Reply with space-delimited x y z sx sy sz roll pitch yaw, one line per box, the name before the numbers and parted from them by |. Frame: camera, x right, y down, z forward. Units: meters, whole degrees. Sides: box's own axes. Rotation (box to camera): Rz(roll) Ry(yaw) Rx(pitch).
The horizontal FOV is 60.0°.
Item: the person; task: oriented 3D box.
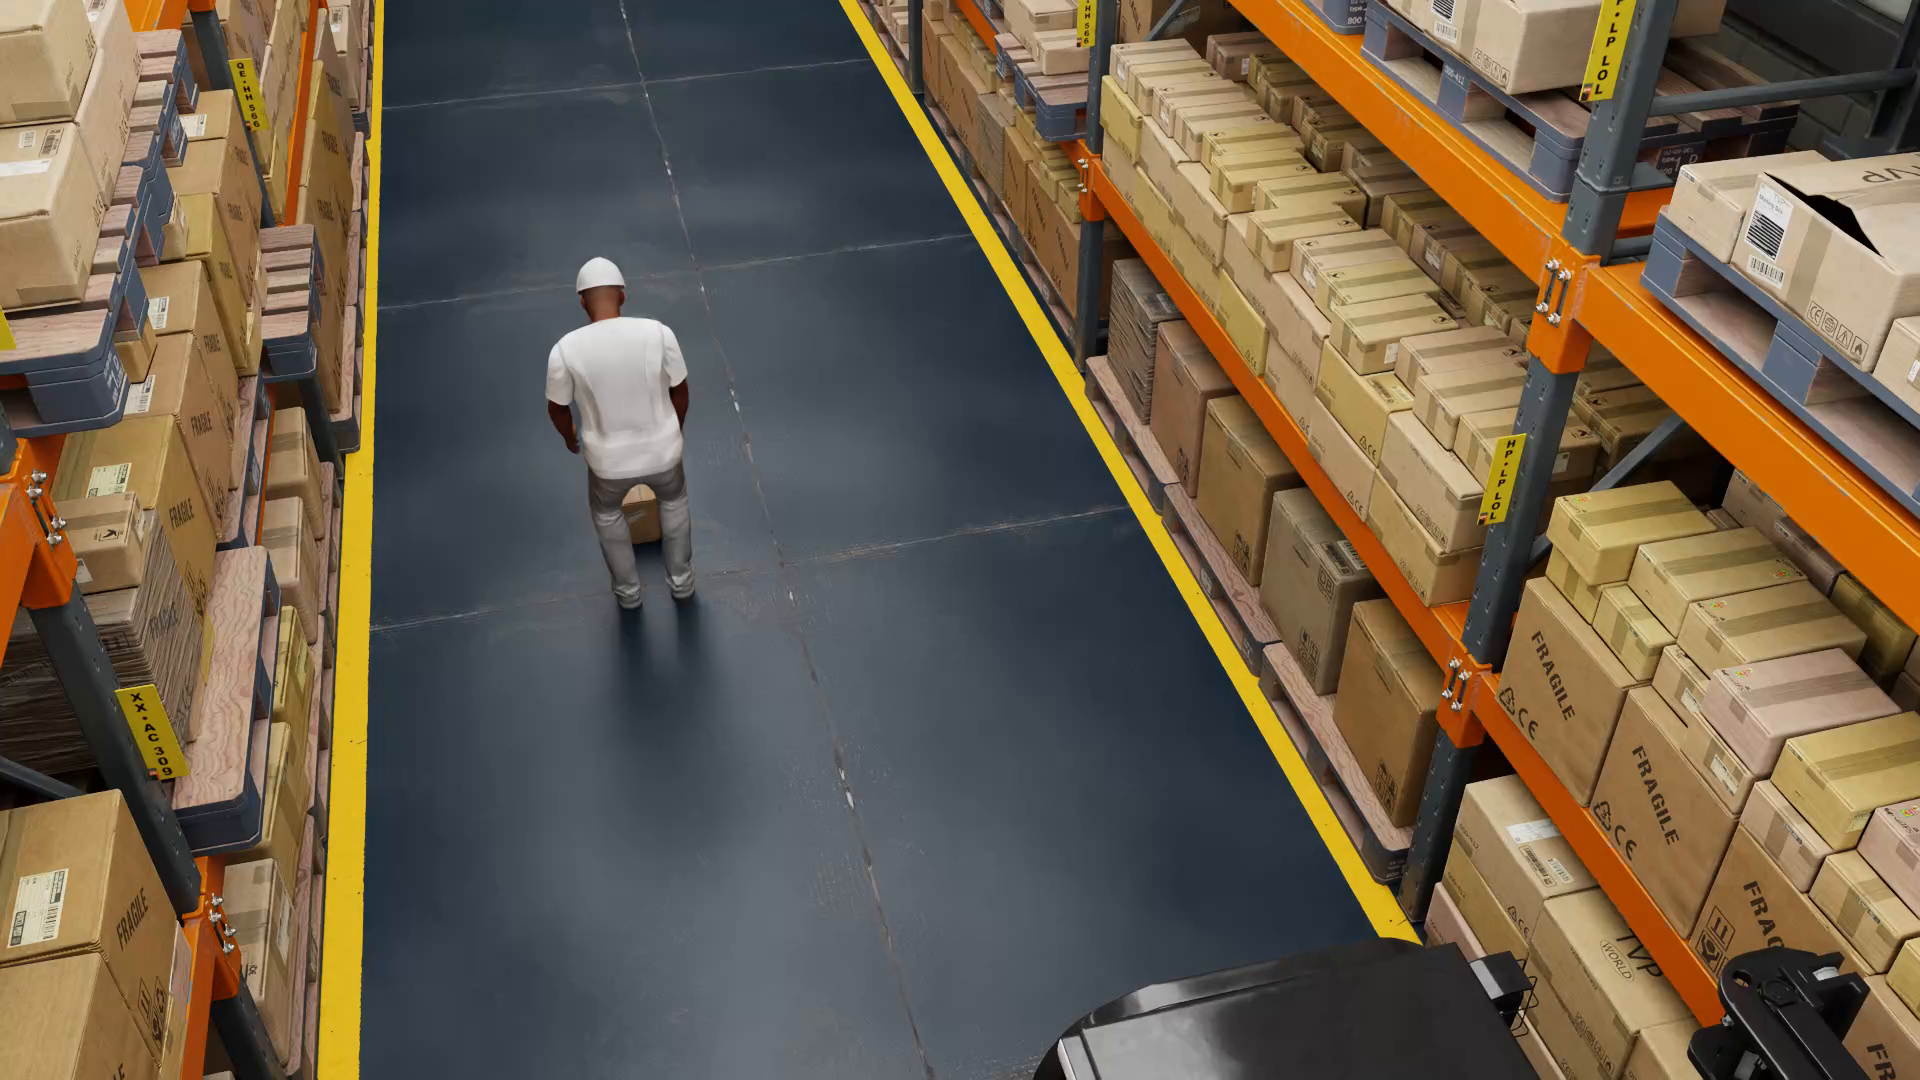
person | -1.479 -0.435 7.348 0.610 1.652 0.554 -9 39 -11
